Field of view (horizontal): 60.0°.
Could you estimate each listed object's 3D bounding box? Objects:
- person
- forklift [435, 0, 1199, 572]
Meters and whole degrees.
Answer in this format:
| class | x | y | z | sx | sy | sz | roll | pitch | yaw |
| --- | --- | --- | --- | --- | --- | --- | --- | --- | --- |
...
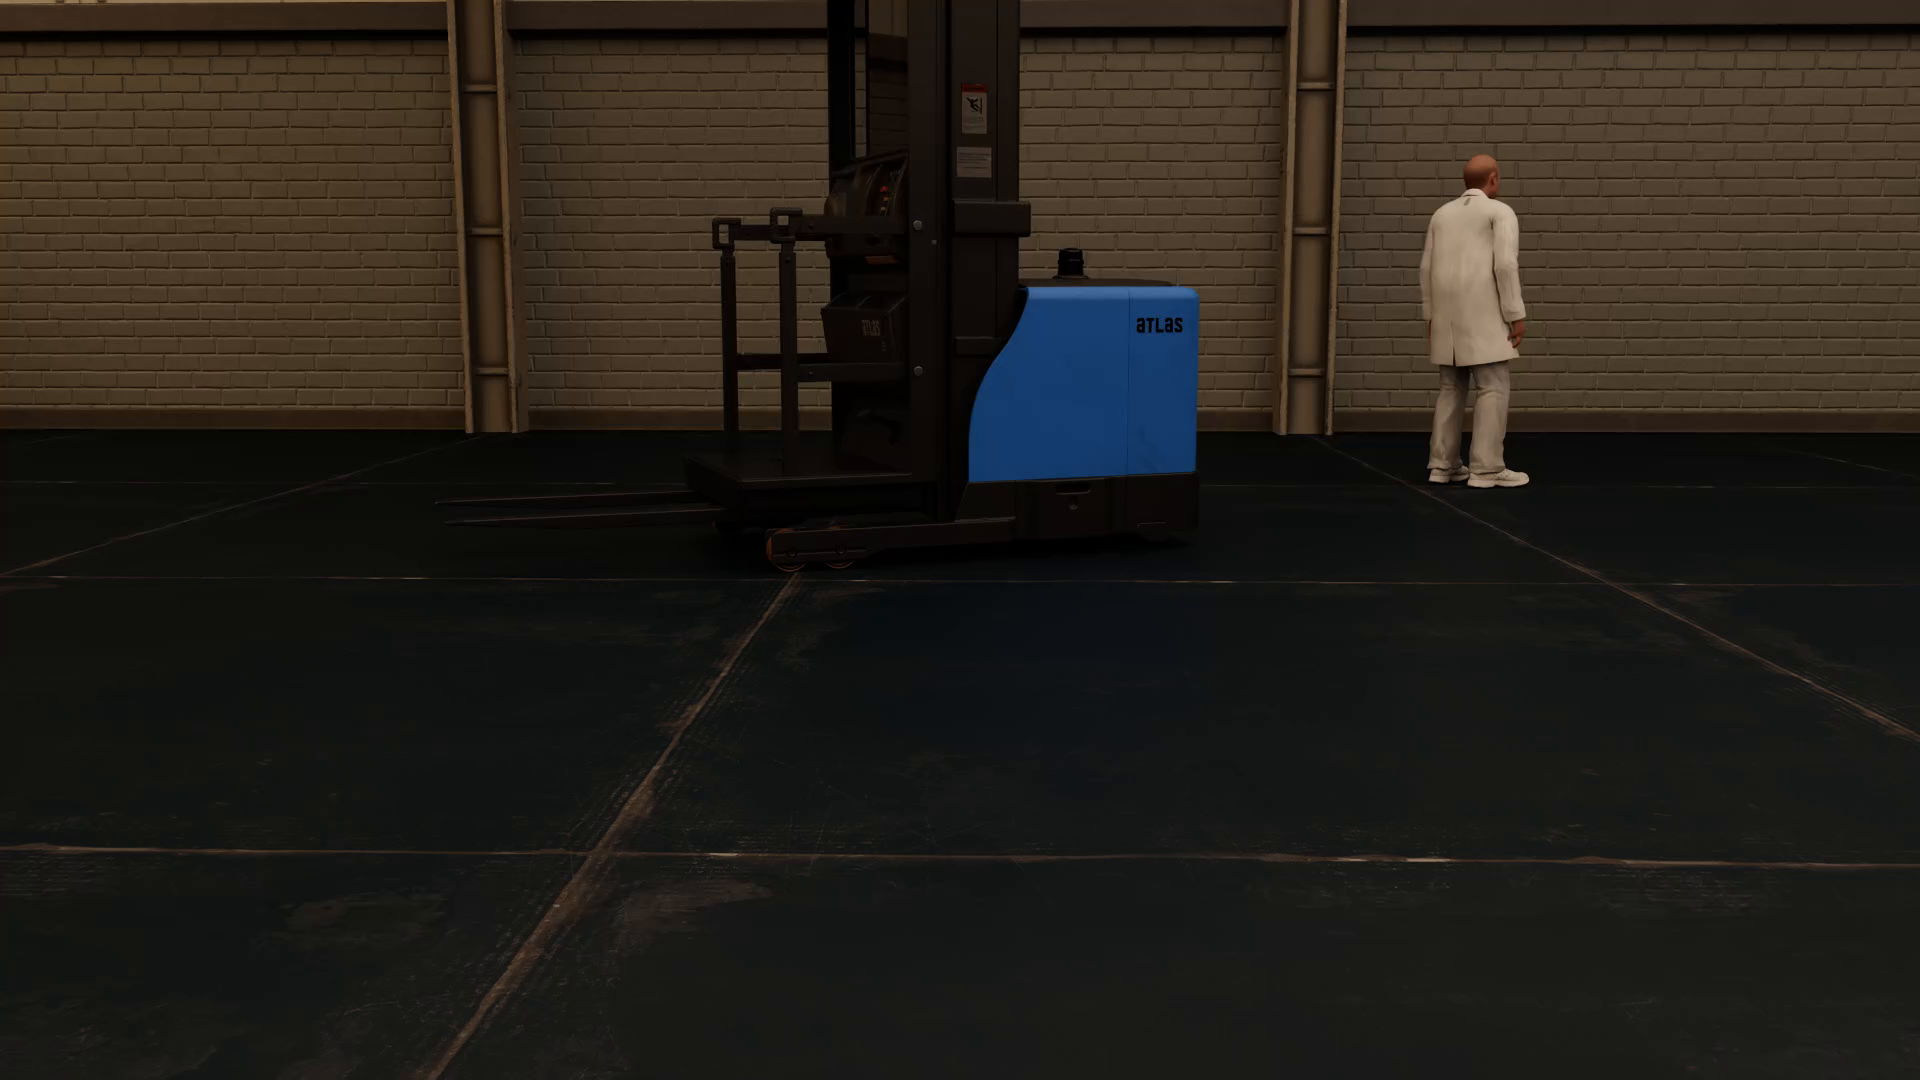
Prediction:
| class | x | y | z | sx | sy | sz | roll | pitch | yaw |
| --- | --- | --- | --- | --- | --- | --- | --- | --- | --- |
| person | 2.779 | -1.187 | 9.023 | 0.420 | 1.774 | 0.646 | -6 | 11 | -35 |
| forklift | -0.569 | -1.416 | 6.694 | 3.031 | 2.935 | 1.130 | -3 | 9 | -20 |
